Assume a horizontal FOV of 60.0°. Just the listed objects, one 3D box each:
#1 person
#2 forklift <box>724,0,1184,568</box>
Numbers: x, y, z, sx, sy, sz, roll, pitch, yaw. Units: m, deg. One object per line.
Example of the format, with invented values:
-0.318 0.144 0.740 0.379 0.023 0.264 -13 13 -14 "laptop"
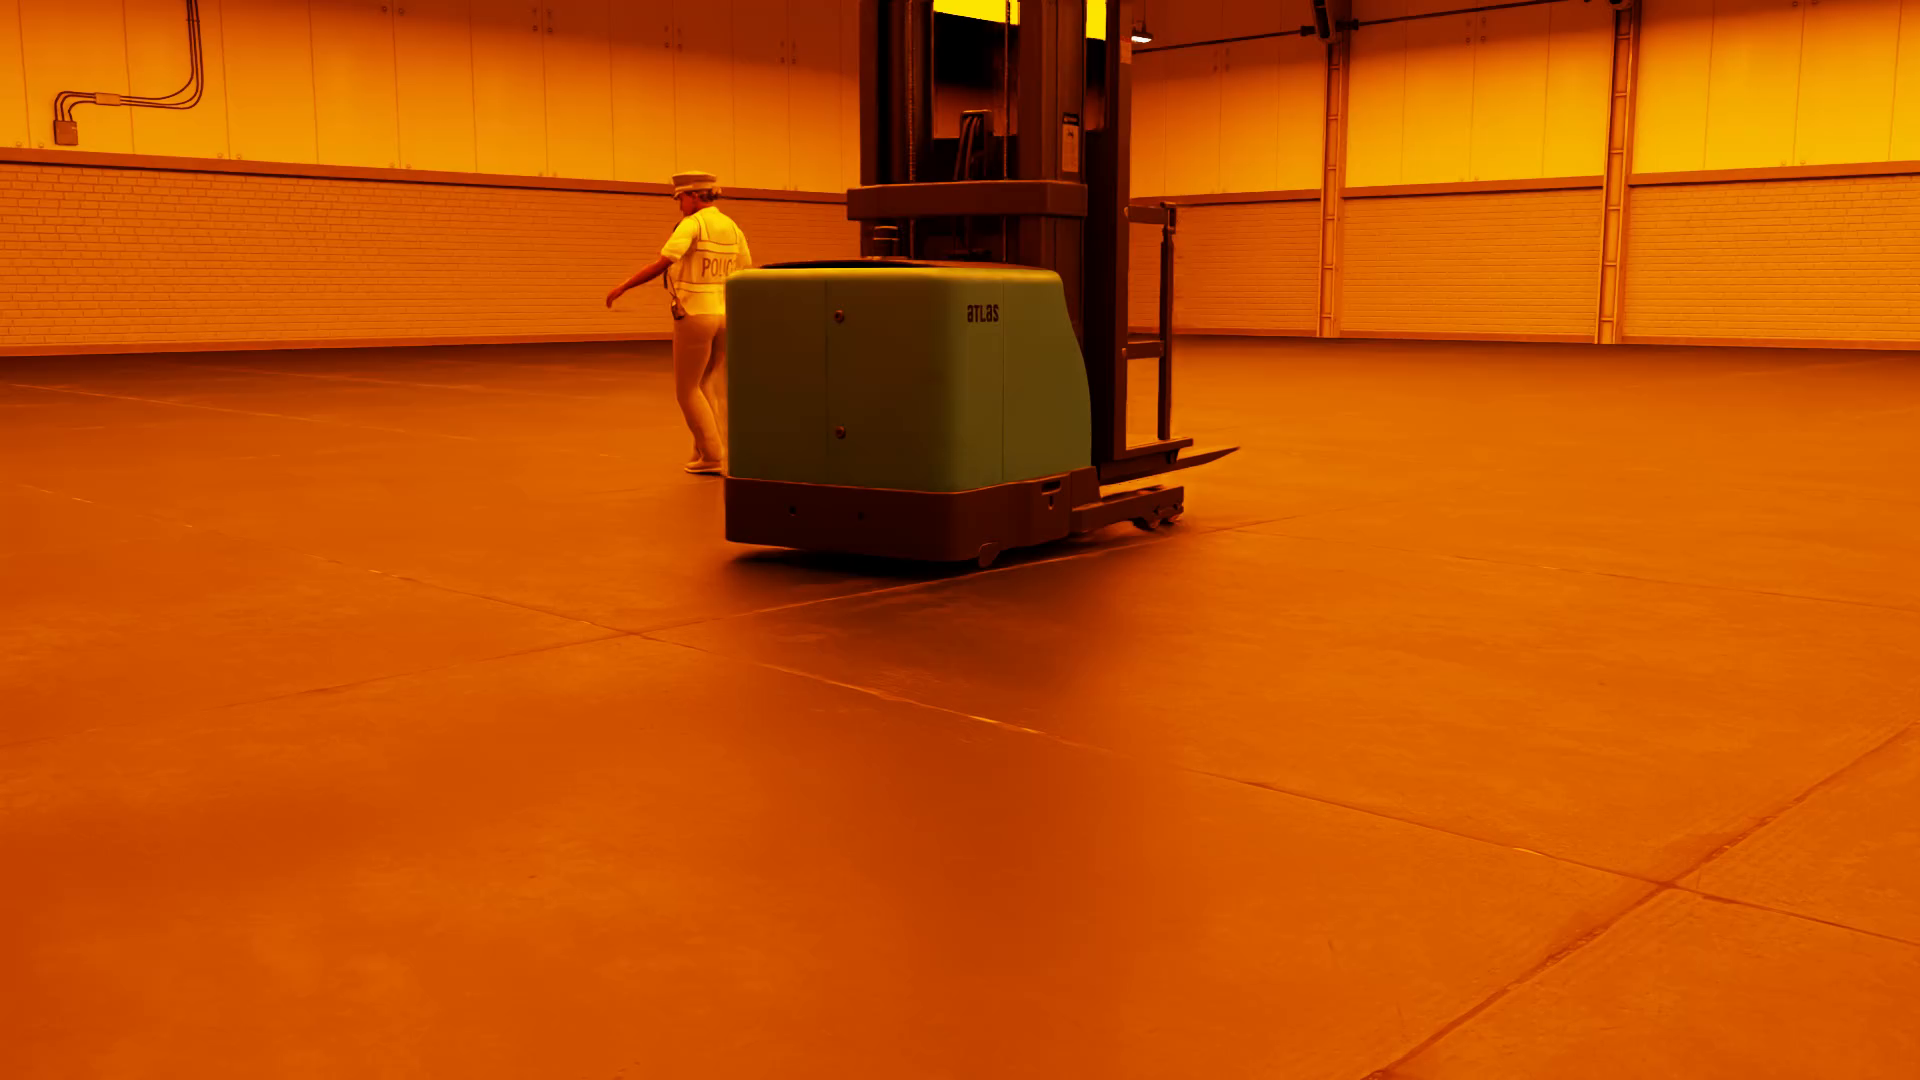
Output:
-1.426 -1.224 9.130 0.442 1.565 0.617 7 11 38 "person"
0.318 -1.528 7.024 1.130 2.935 3.031 5 10 31 "forklift"
